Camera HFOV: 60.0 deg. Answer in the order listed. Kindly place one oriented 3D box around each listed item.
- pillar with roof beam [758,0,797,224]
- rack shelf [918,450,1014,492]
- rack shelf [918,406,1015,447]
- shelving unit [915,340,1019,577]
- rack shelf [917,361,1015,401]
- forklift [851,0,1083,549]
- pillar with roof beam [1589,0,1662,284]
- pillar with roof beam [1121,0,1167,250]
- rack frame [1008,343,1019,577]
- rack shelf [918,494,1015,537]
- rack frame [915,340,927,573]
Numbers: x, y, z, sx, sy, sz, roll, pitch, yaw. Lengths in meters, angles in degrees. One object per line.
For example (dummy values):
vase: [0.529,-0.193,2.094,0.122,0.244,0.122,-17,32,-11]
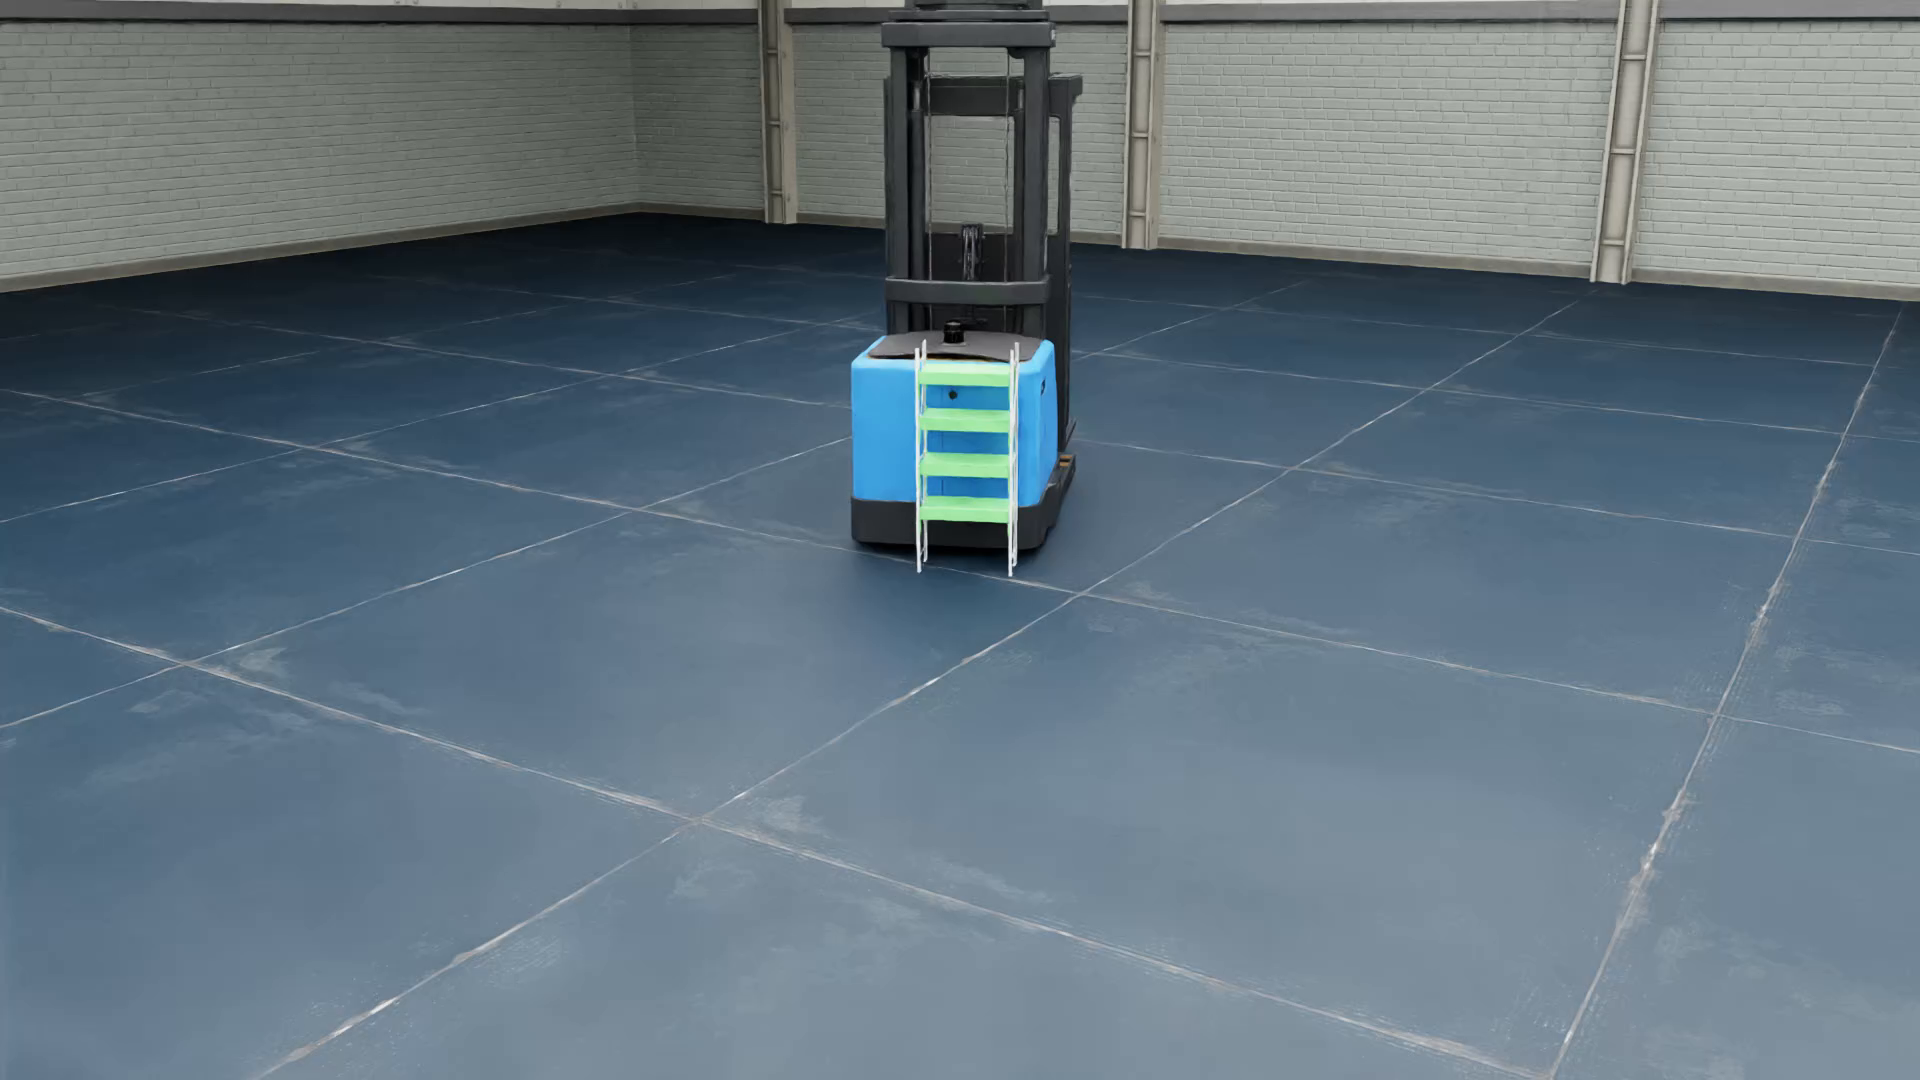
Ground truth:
pillar with roof beam: [-4.963,-8.055,20.415,0.400,9.000,9.100,10,20,30]
rack shelf: [0.038,-0.363,8.732,0.480,0.148,0.258,2,17,8]
rack shelf: [0.038,-0.593,8.662,0.480,0.148,0.258,2,17,8]
shelving unit: [0.038,-0.424,8.713,0.503,1.200,0.258,2,17,8]
rack shelf: [0.038,-0.822,8.592,0.480,0.148,0.258,2,17,8]
forklift: [0.141,-1.736,10.053,1.130,2.935,3.031,3,17,9]
pillar with roof beam: [5.263,-6.229,14.406,0.400,9.000,9.100,10,20,30]
pillar with roof beam: [0.150,-7.142,17.410,0.400,9.000,9.100,10,20,30]
rack frame: [0.280,-0.414,8.679,0.015,1.200,0.240,2,17,8]
rack shelf: [0.038,-0.133,8.801,0.480,0.148,0.258,2,17,8]
rack frame: [-0.203,-0.435,8.748,0.015,1.200,0.240,2,17,8]
